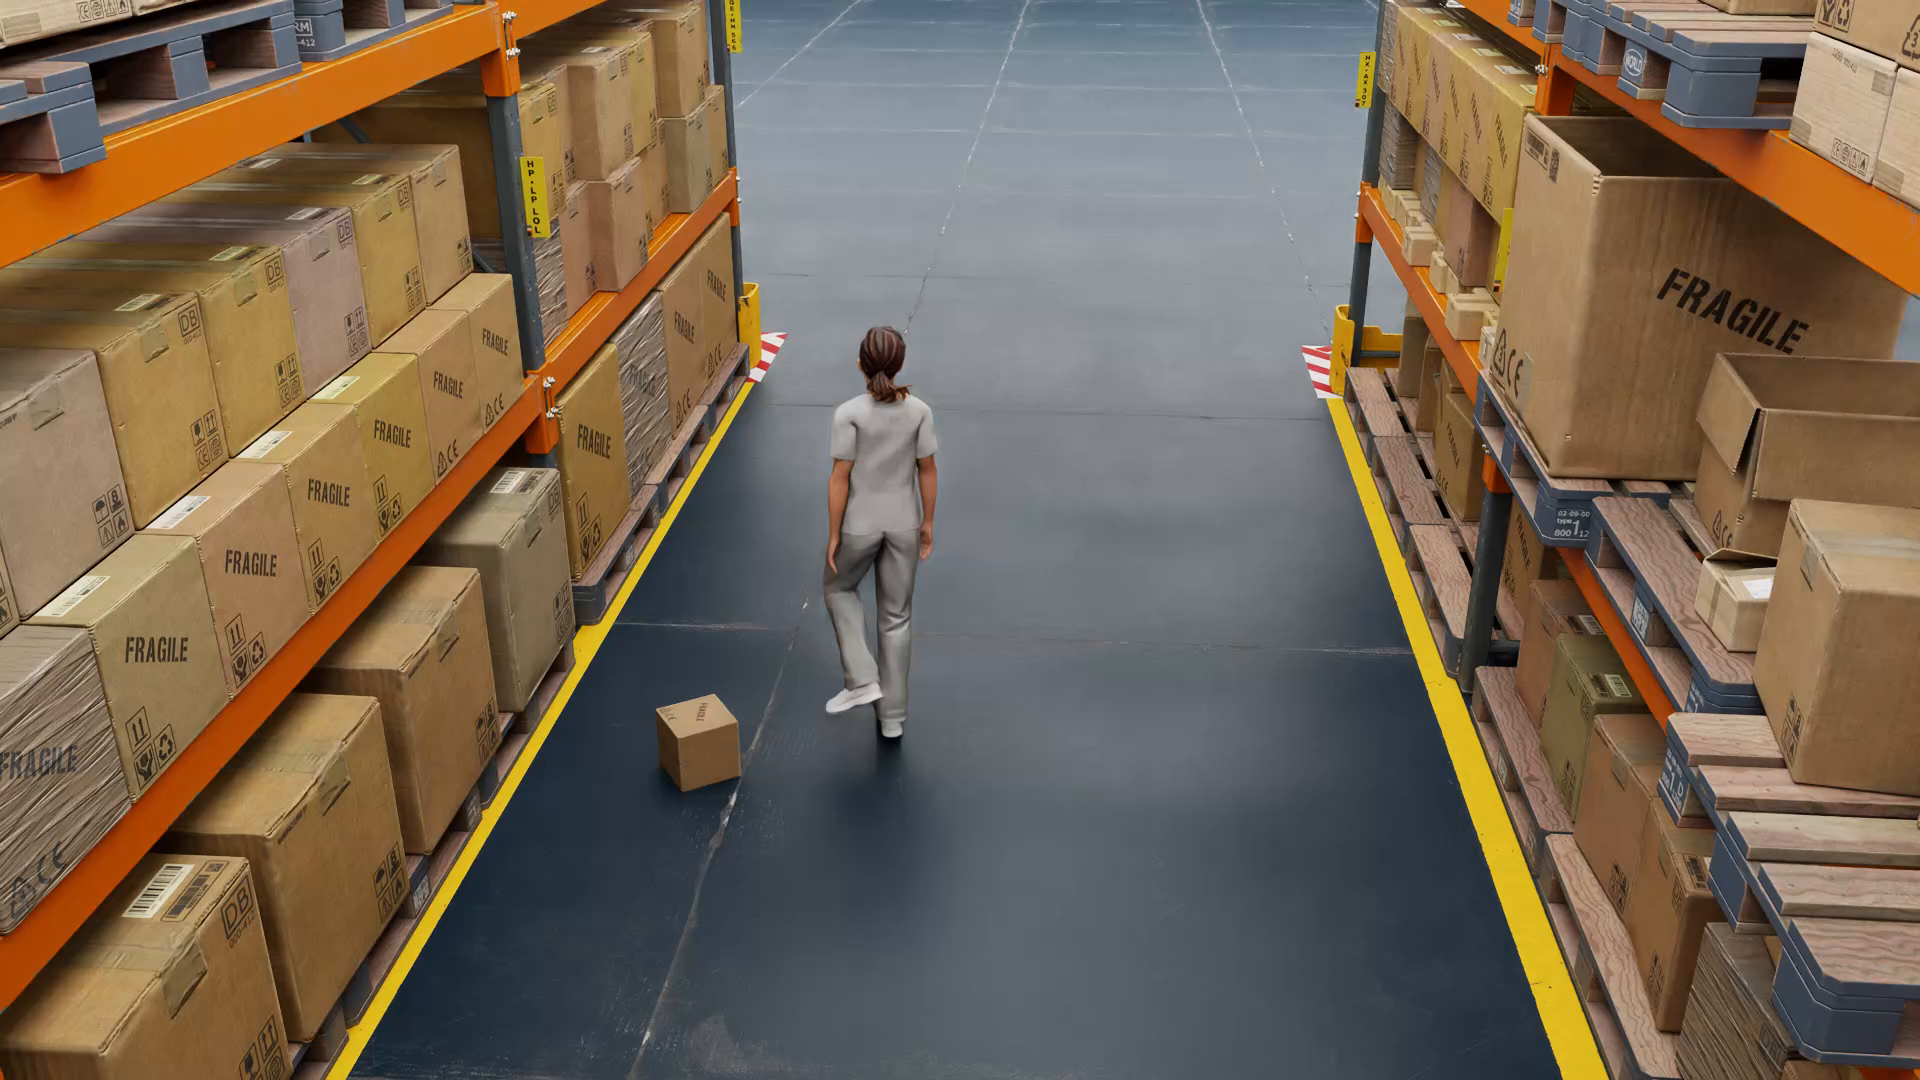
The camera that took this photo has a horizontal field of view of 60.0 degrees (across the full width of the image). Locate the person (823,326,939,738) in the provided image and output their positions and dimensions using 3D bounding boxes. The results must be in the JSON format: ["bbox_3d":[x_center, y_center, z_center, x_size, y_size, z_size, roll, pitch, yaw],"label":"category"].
[{"bbox_3d":[-0.319,-0.030,6.642,0.493,1.657,0.479,-7,25,-14],"label":"person"}]
